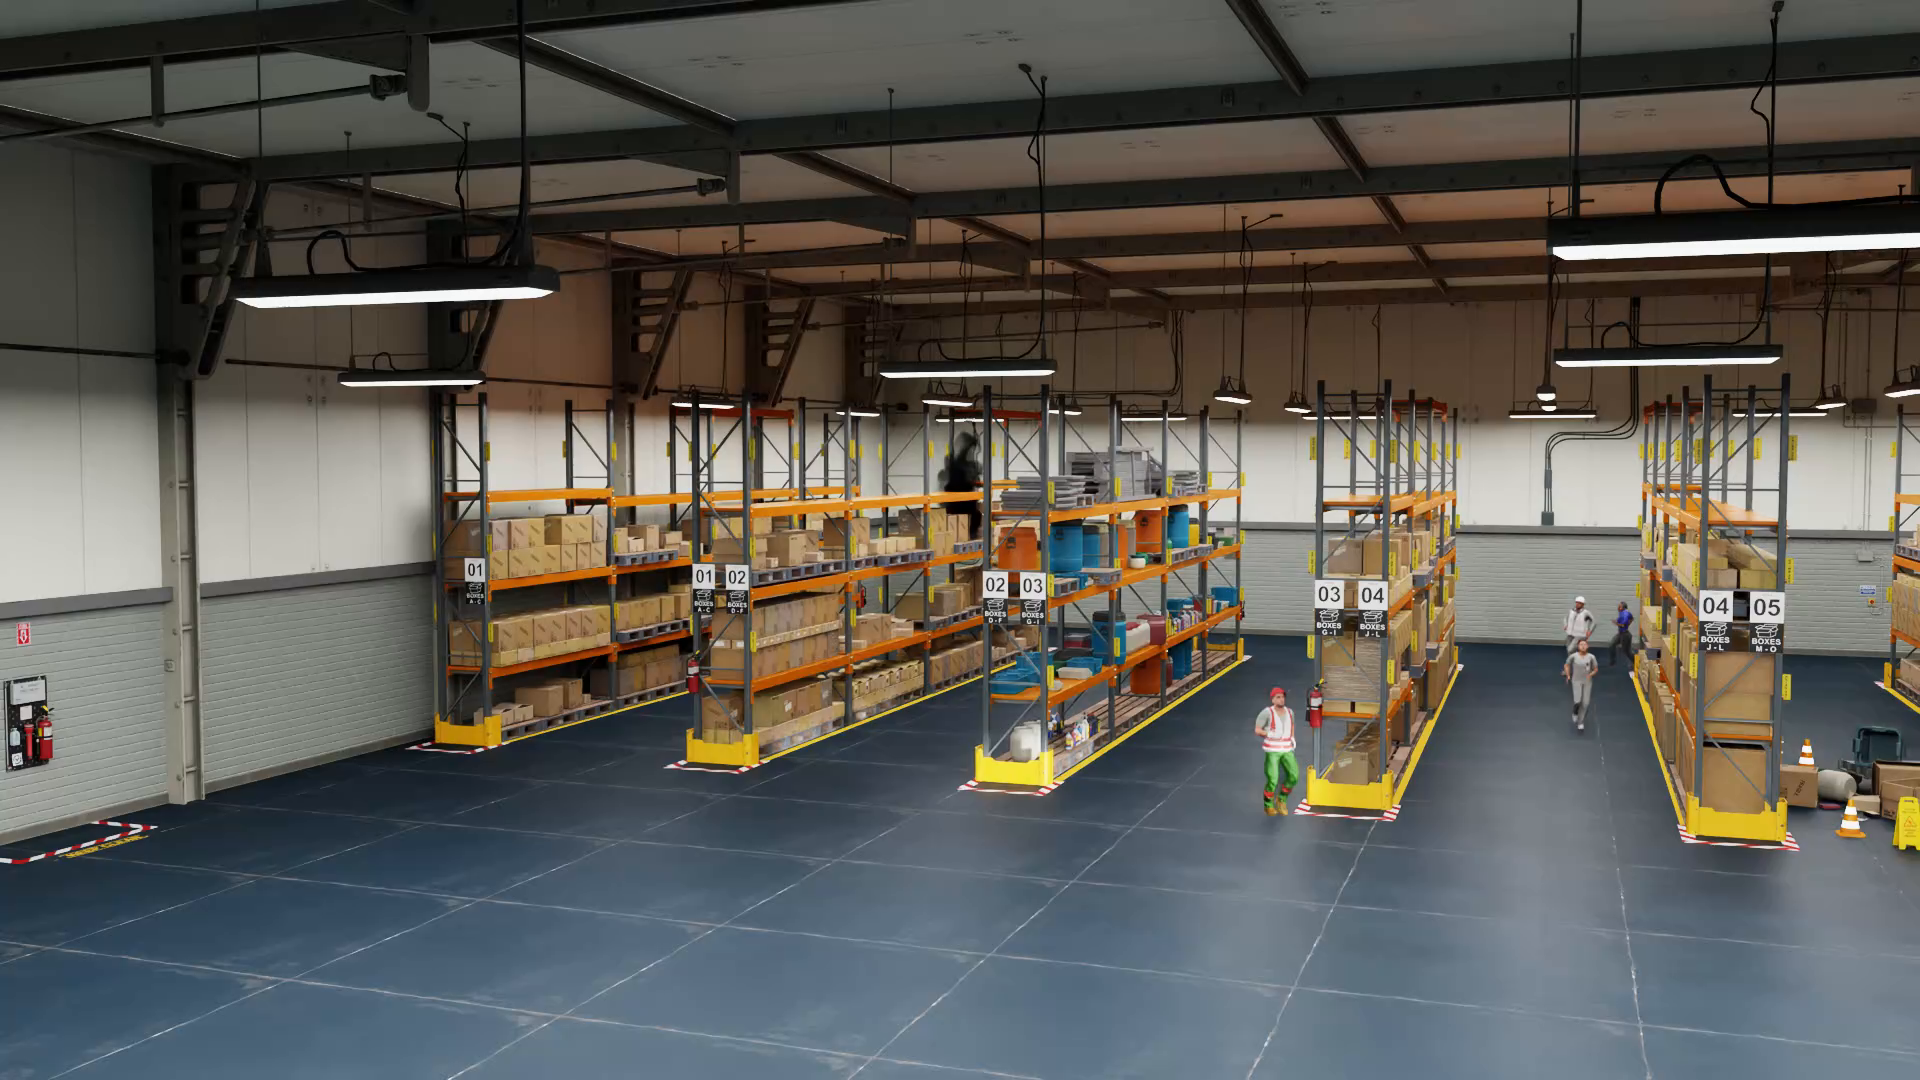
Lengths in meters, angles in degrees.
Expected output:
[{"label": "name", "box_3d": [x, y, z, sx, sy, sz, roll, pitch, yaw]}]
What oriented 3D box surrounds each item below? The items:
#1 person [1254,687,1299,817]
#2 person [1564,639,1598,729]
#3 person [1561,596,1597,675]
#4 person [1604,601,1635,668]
[{"label": "person", "box_3d": [4.368, 2.908, 22.723, 0.665, 1.781, 0.612, -1, 3, -13]}, {"label": "person", "box_3d": [11.201, 2.592, 29.965, 0.566, 1.630, 0.557, 1, 3, 15]}, {"label": "person", "box_3d": [13.831, 2.153, 37.290, 0.729, 1.797, 0.729, -2, 4, -37]}, {"label": "person", "box_3d": [15.222, 2.184, 38.095, 0.744, 1.596, 0.791, 1, 3, 13]}]
